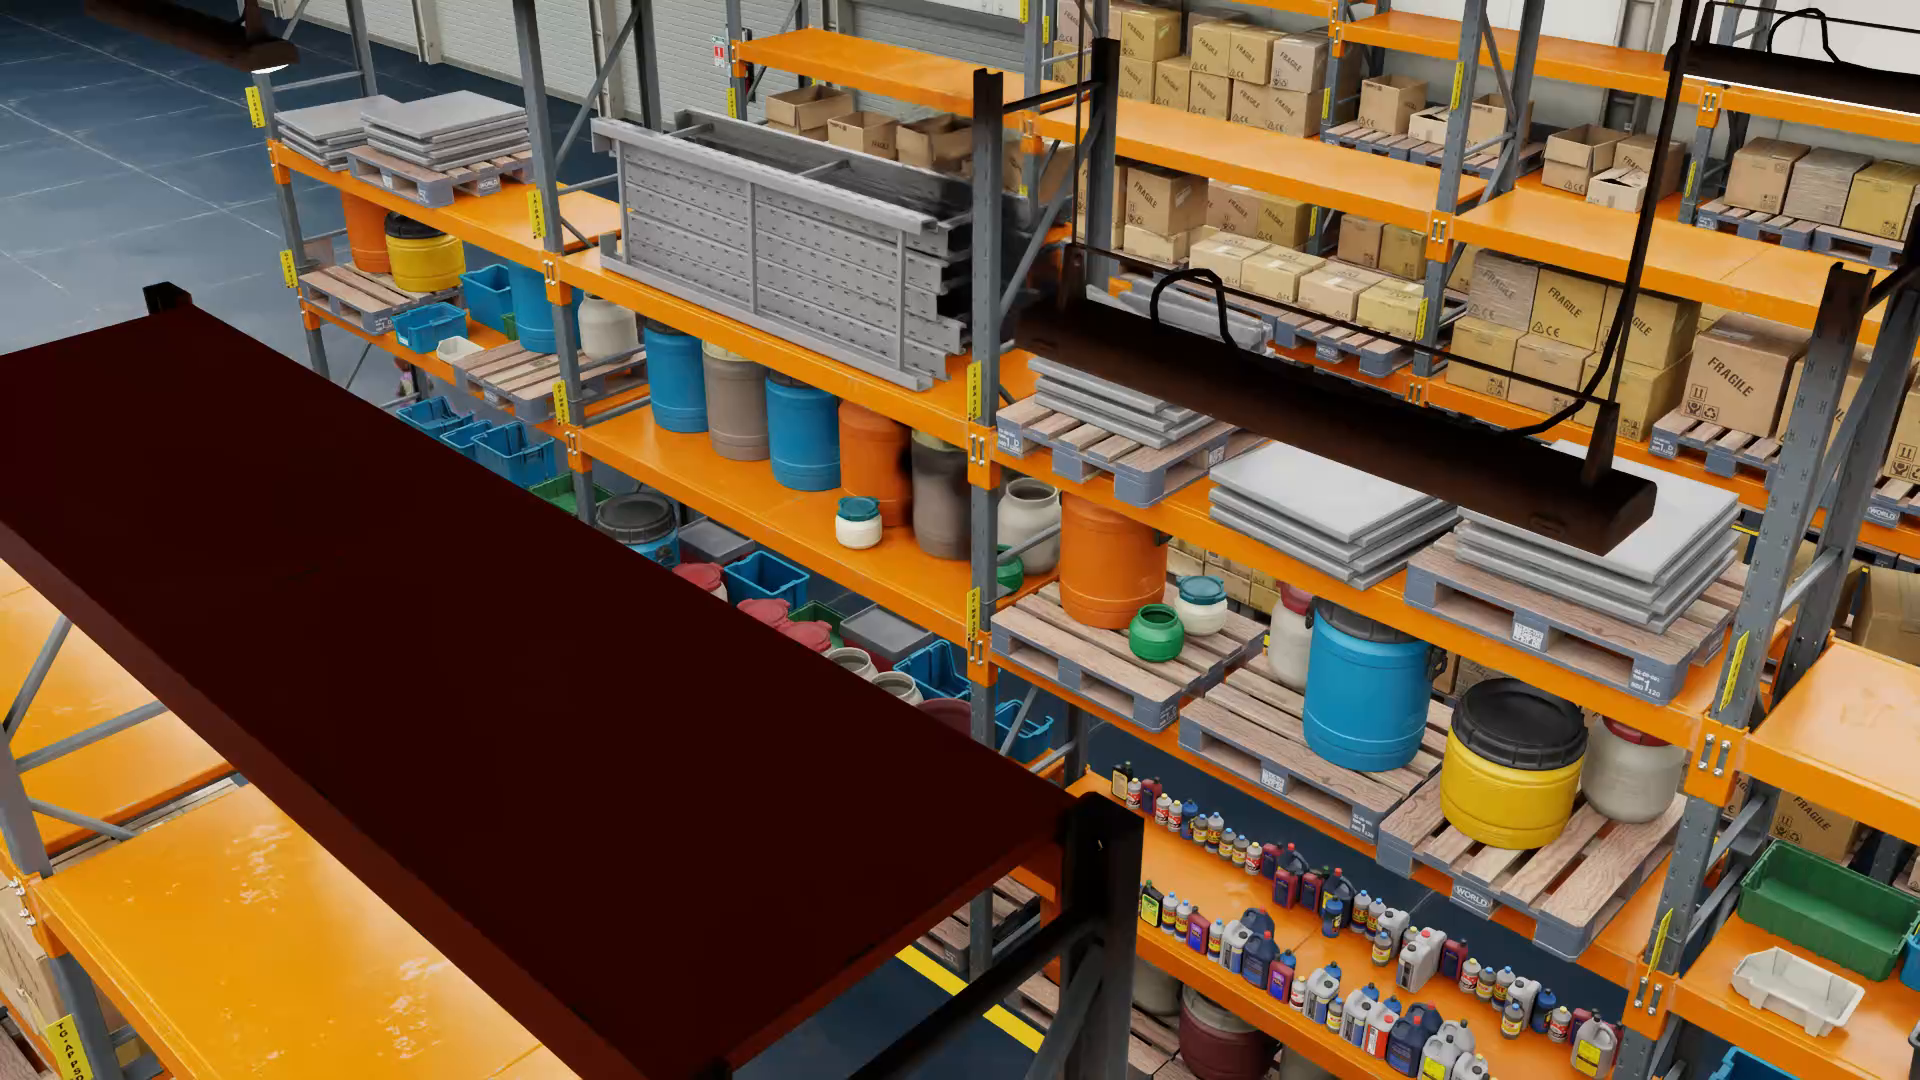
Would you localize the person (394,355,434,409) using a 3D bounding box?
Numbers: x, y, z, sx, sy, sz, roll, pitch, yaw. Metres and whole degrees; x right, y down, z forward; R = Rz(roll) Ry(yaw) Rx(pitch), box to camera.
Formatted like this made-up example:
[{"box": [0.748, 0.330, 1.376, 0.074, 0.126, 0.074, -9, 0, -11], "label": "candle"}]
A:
[{"box": [-5.430, -1.181, 16.787, 0.601, 1.566, 0.576, 5, 30, 8], "label": "person"}]

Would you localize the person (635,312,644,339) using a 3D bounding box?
[{"box": [-3.752, -2.754, 19.490, 0.954, 1.678, 0.676, -13, 32, -22], "label": "person"}]
